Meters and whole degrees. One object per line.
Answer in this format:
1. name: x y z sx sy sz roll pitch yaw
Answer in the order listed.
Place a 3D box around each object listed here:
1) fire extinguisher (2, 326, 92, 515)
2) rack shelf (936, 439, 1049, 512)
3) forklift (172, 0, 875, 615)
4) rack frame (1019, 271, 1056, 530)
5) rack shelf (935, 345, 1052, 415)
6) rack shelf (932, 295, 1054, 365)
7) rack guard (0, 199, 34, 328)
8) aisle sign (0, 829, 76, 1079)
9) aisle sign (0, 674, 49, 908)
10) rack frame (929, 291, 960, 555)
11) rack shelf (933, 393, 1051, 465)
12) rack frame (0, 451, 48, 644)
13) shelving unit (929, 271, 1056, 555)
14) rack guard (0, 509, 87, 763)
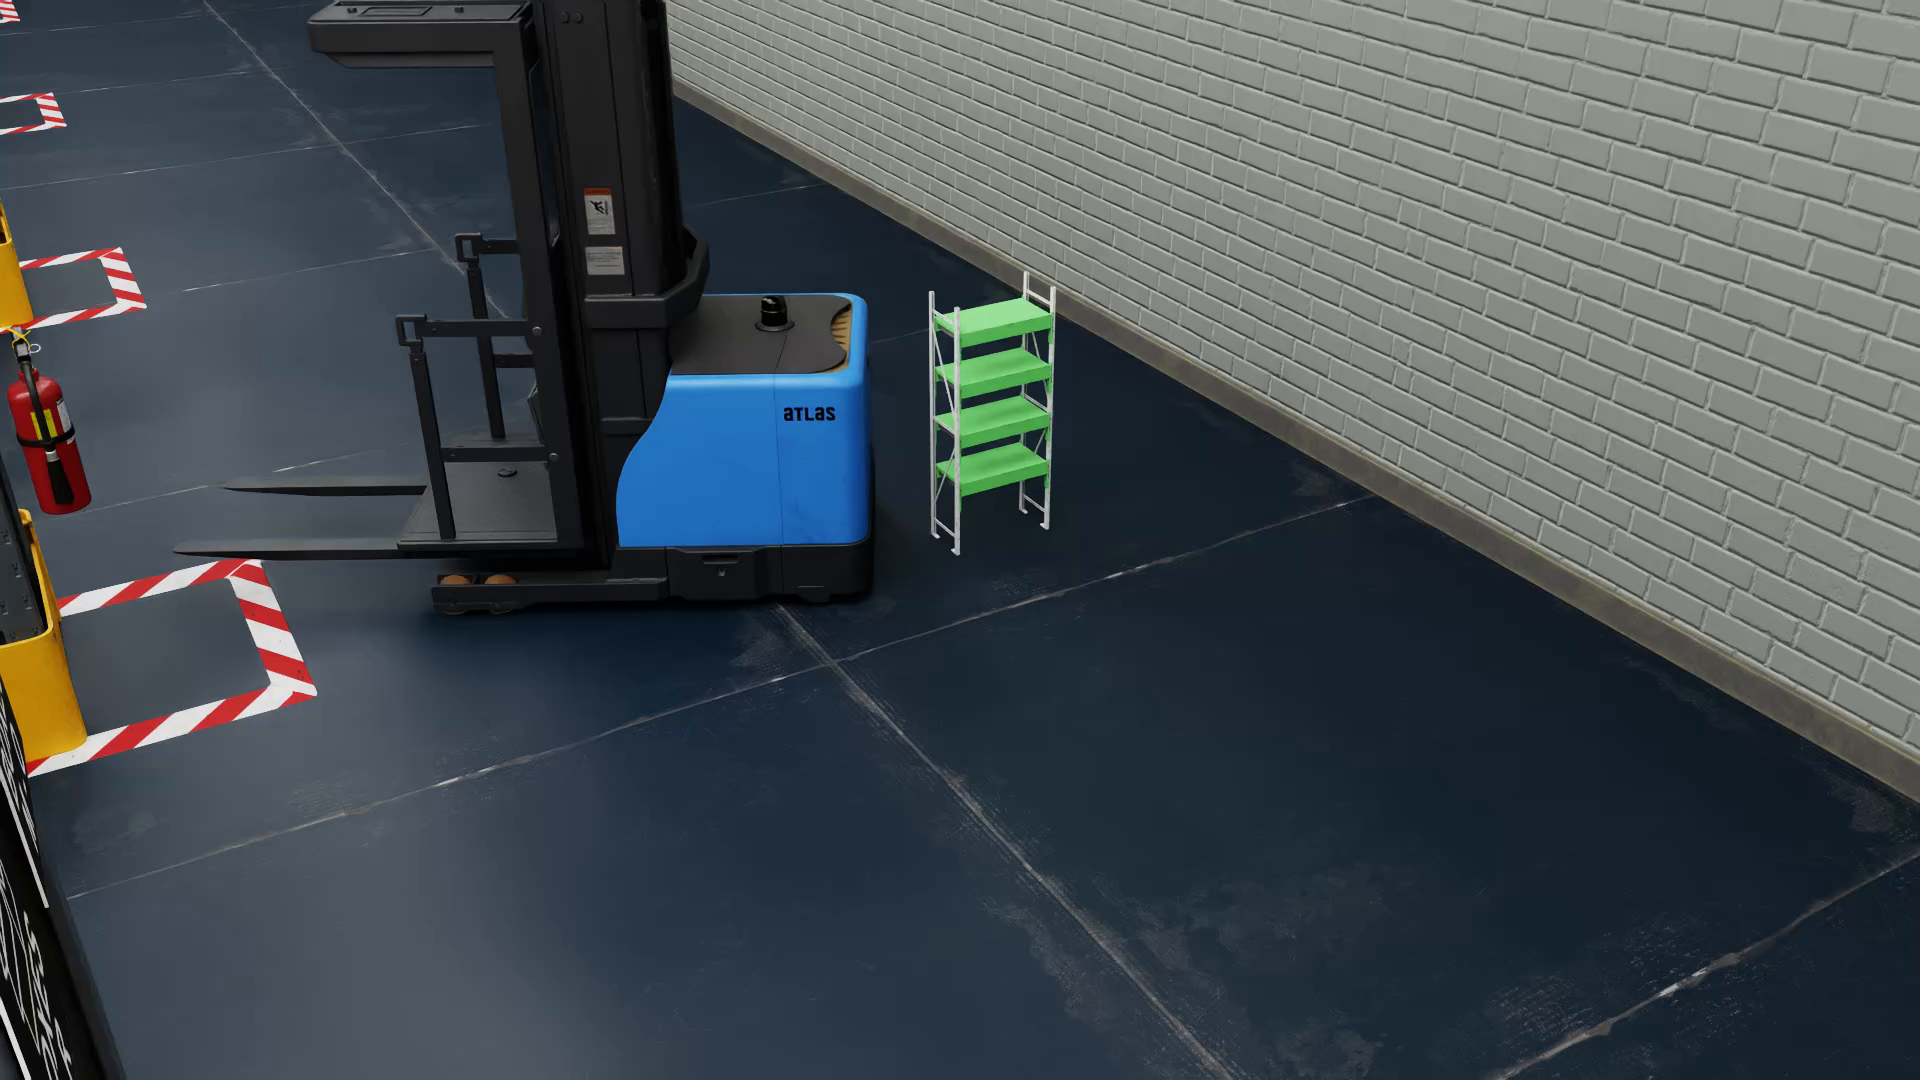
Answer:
1. fire extinguisher: -3.245 -0.423 5.877 0.183 0.674 0.296 -16 33 -26
2. rack shelf: 0.143 -0.300 7.680 0.480 0.148 0.258 -16 33 -26
3. forklift: -1.910 -1.221 6.930 3.031 2.935 1.130 -1 29 -1
4. rack frame: 0.353 -0.626 7.642 0.015 1.200 0.240 -16 33 -26
5. rack shelf: 0.143 -0.720 7.448 0.480 0.148 0.258 -16 33 -26
6. rack shelf: 0.143 -0.930 7.332 0.480 0.148 0.258 -16 33 -26
7. rack guard: -6.100 -1.753 10.409 0.348 0.500 1.175 -16 33 -26
8. aisle sign: -0.882 0.260 1.483 0.004 0.787 0.394 -16 33 -26
9. aisle sign: -1.185 0.010 1.936 0.004 0.787 0.394 -16 33 -26
10. rack frame: -0.068 -0.506 7.425 0.015 1.200 0.240 -16 33 -26
11. rack shelf: 0.143 -0.510 7.564 0.480 0.148 0.258 -16 33 -26
12. rack frame: -3.696 -0.750 6.005 0.127 3.000 1.000 -16 33 -26
13. shelving unit: 0.143 -0.566 7.534 0.503 1.200 0.258 -16 33 -26
14. rack guard: -3.761 0.363 6.575 0.348 0.500 1.175 -16 33 -26
